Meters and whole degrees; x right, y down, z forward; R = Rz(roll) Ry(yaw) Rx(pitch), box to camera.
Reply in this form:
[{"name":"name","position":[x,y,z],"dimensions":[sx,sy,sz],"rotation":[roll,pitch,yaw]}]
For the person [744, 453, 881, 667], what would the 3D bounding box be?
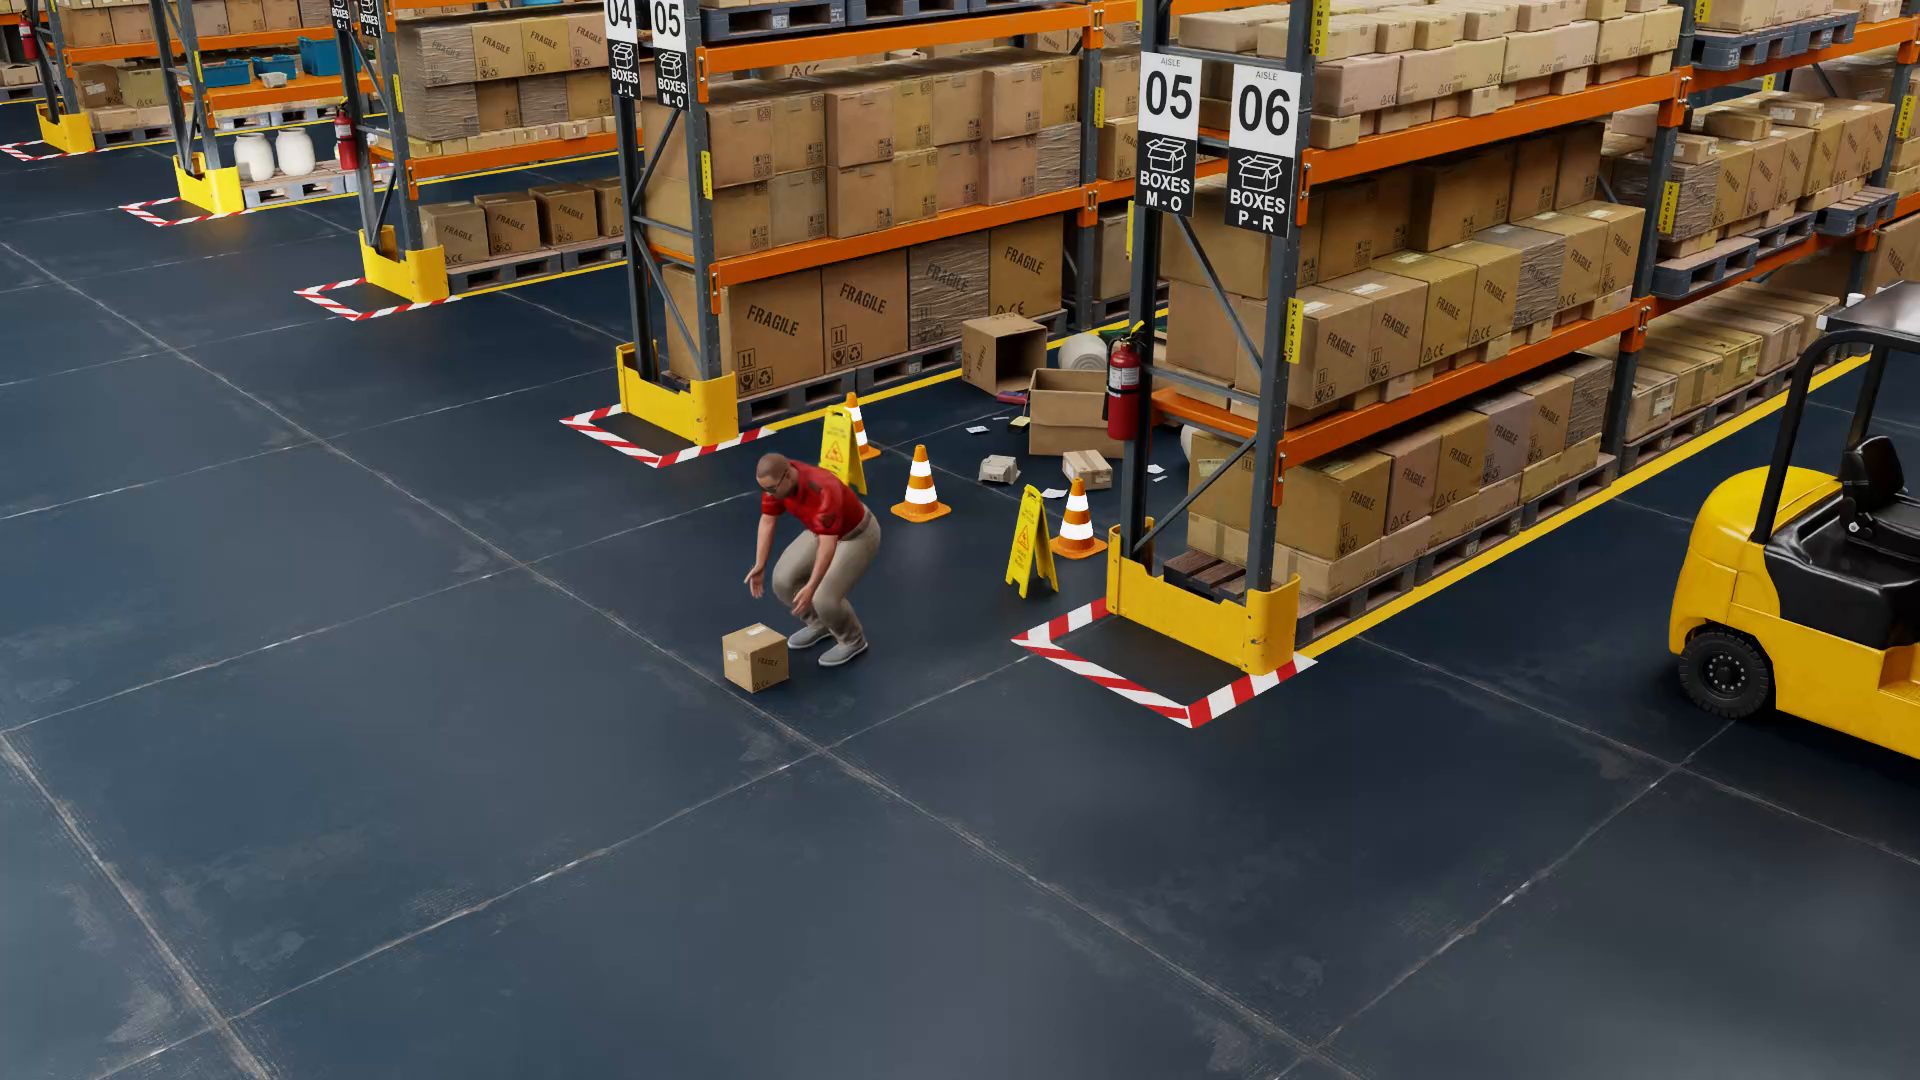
[{"name":"person","position":[-0.768,0.057,9.042],"dimensions":[0.770,1.289,0.588],"rotation":[-21,32,-38]}]
